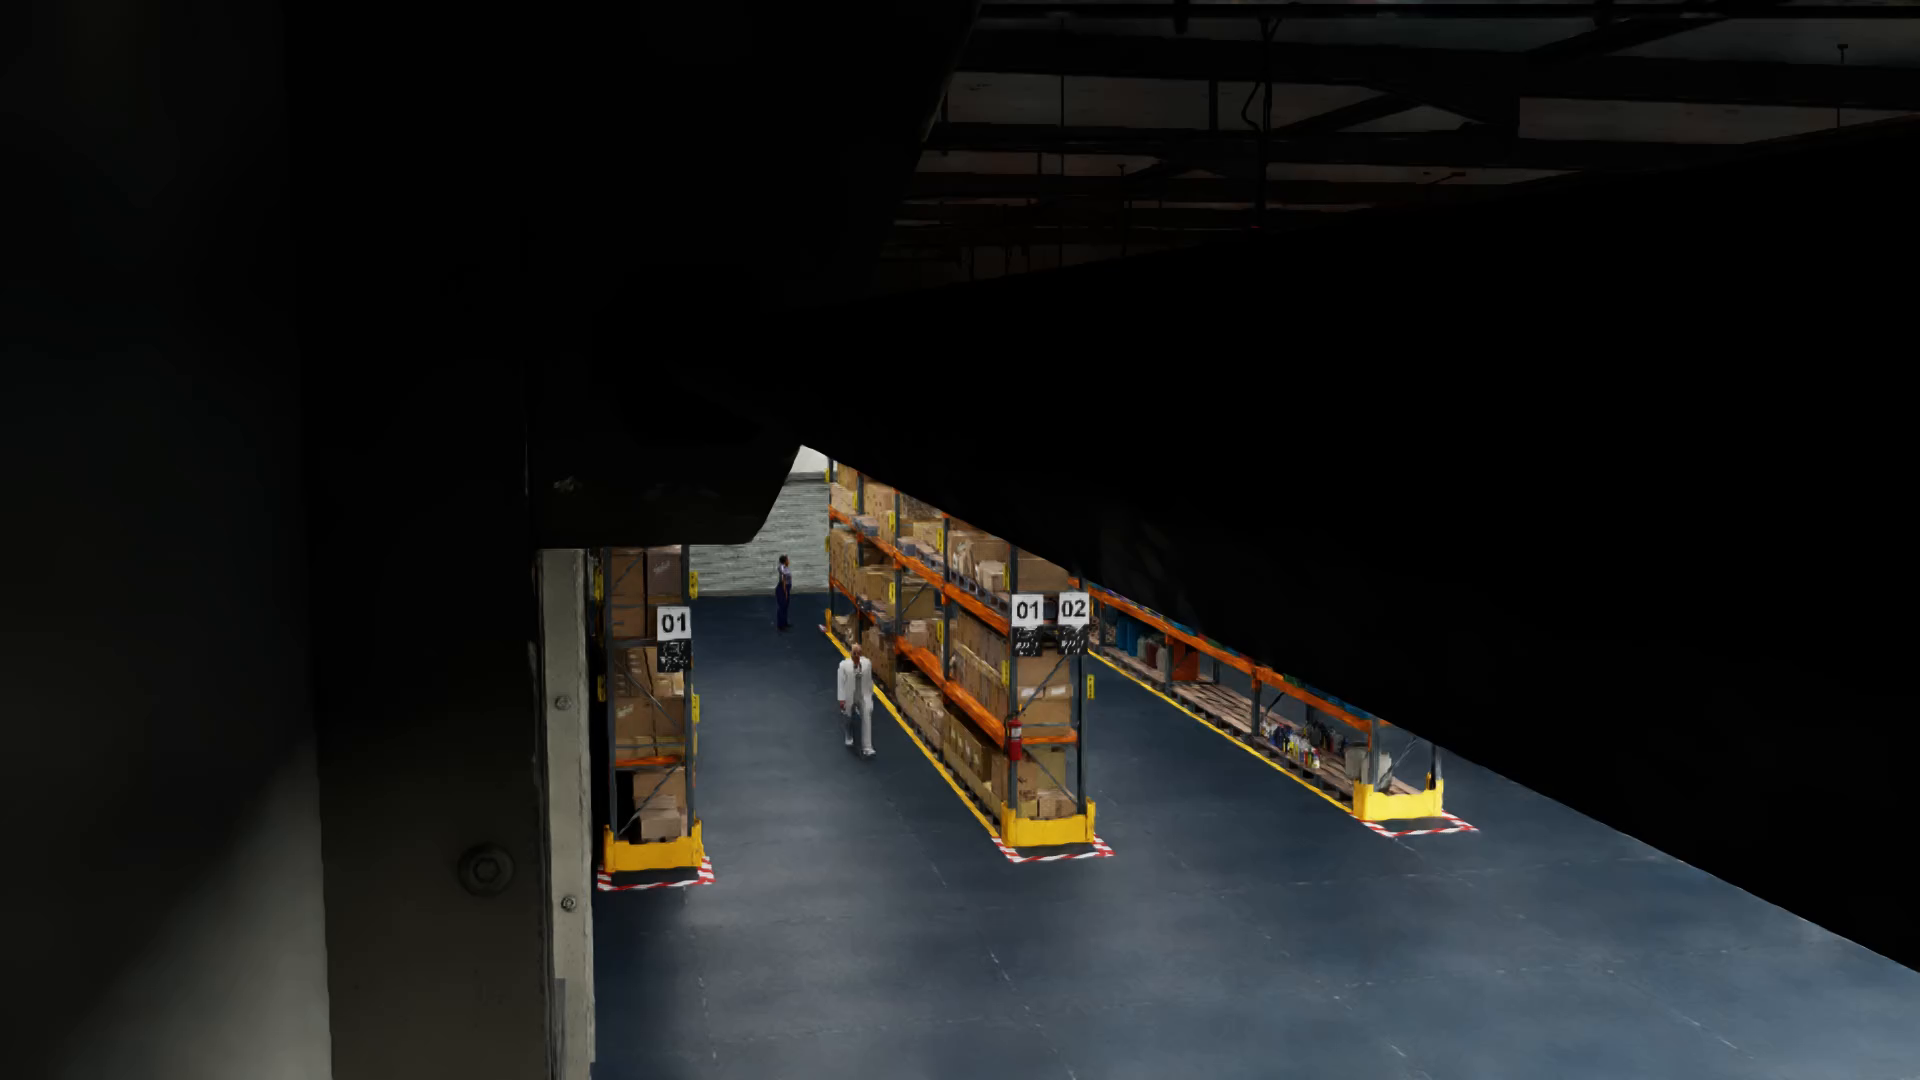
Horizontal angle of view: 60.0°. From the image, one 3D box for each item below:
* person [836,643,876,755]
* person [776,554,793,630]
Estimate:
[{"bbox_3d":[-1.606,2.423,25.701,0.598,1.698,1.194,-1,7,-10],"label":"person"},{"bbox_3d":[-3.888,1.137,36.790,0.379,1.655,0.555,-1,7,-8],"label":"person"}]
